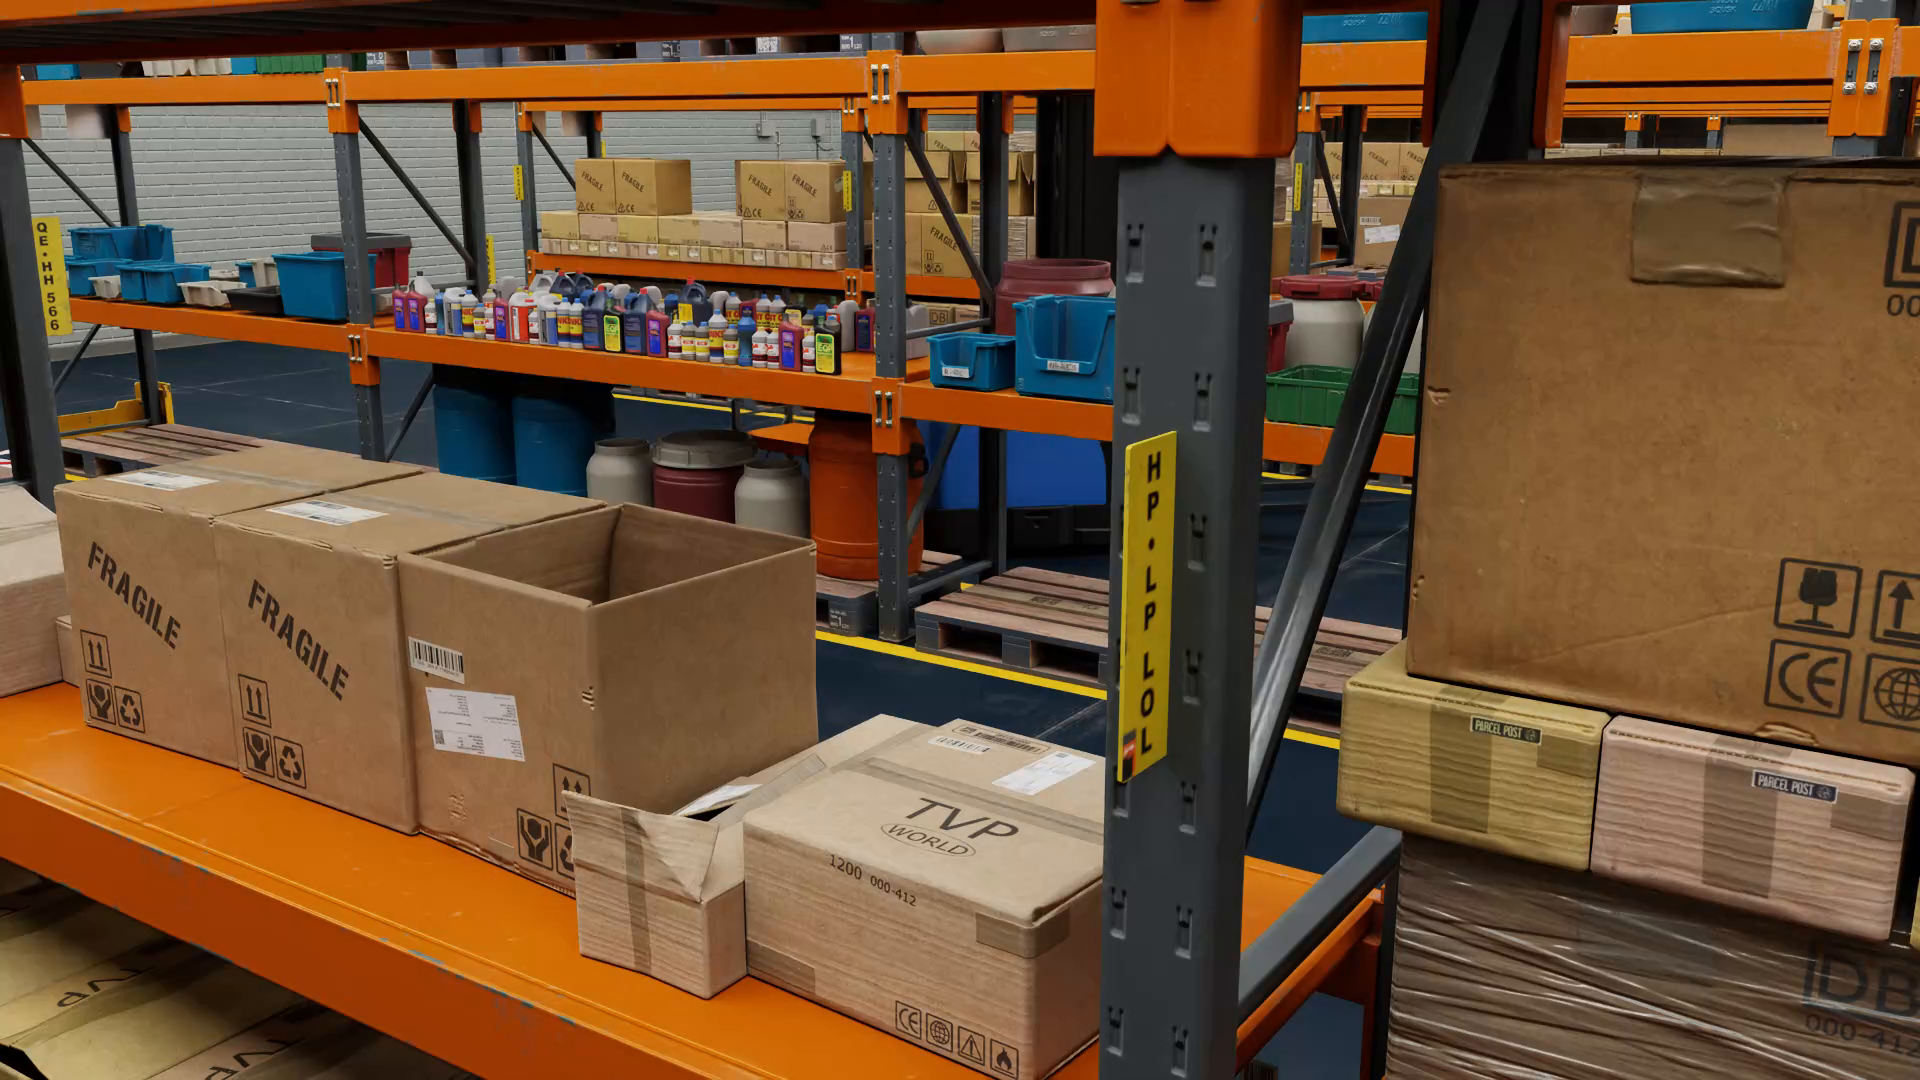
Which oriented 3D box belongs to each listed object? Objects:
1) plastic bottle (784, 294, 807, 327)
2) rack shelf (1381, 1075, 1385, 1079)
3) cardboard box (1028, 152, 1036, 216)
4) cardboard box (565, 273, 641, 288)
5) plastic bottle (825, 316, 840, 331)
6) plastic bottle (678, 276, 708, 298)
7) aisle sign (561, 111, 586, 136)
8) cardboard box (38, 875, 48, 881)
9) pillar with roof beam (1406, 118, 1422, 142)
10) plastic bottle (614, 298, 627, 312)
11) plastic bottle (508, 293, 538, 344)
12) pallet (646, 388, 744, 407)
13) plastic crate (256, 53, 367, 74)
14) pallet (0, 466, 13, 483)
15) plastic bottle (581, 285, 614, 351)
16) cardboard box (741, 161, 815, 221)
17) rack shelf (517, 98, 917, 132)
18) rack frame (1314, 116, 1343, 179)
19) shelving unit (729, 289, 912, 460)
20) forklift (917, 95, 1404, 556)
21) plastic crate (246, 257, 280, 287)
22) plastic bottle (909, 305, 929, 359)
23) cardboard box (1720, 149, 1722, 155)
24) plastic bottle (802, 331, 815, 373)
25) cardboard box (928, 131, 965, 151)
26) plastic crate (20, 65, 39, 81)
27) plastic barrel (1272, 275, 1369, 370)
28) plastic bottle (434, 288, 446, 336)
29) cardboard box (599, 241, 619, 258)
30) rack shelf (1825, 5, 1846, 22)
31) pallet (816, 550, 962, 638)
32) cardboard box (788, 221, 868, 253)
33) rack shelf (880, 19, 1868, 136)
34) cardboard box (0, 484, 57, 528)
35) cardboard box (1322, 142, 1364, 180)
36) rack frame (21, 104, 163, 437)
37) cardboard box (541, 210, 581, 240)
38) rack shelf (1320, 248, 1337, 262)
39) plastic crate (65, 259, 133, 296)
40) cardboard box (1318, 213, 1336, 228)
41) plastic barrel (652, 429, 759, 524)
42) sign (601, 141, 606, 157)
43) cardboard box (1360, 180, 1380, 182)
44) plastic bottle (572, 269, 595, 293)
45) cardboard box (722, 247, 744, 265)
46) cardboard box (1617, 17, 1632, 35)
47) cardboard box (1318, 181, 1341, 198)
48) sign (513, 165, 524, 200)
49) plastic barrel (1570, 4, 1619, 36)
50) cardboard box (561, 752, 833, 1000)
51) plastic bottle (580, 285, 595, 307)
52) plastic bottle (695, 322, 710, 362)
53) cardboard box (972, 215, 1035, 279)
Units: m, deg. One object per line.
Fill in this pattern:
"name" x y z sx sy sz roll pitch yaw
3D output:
"plastic bottle" -0.917 -1.232 9.299 0.133 0.283 0.061 9 17 33
"rack shelf" 2.134 1.095 1.154 4.000 0.370 1.077 9 17 33
"cardboard box" 0.990 -2.847 13.285 0.637 0.503 0.797 10 17 35
"cardboard box" -3.376 -2.209 16.552 0.875 0.875 0.875 9 17 33
"plastic bottle" -0.694 -1.107 8.964 0.097 0.201 0.097 0 14 0
"plastic bottle" -1.537 -1.353 9.647 0.185 0.351 0.144 9 17 33
"aisle sign" -3.844 -4.438 16.597 0.004 0.787 0.394 9 17 33
"cardboard box" -2.273 0.821 4.445 0.500 0.311 0.500 10 17 34
"pillar with roof beam" 5.188 -7.863 23.359 0.400 9.000 9.100 9 17 33
"plastic bottle" -1.830 -1.166 9.036 0.133 0.283 0.061 9 17 33
"plastic bottle" -2.457 -1.260 9.428 0.135 0.276 0.152 9 17 33
"pallet" -2.236 -1.497 15.932 1.213 0.211 1.003 9 17 33
"plastic crate" -3.917 -2.932 10.124 0.662 0.188 0.450 9 17 33
"pallet" -3.447 -0.042 4.652 1.003 0.211 1.213 9 17 33
"plastic bottle" -1.972 -1.217 9.098 0.185 0.351 0.144 9 17 33
"cardboard box" -1.576 -3.082 14.663 0.500 0.500 0.500 9 17 33
"rack shelf" -2.292 -3.945 15.272 4.000 0.370 1.077 9 17 33
"rack frame" 4.899 -4.546 22.444 0.127 3.000 1.000 9 17 33
"shelving unit" -0.856 -0.734 10.166 1.083 1.500 0.587 11 18 38
"forklift" 1.232 -1.475 10.183 3.031 2.935 1.130 -2 14 -9
"plastic crate" -4.561 -1.795 11.455 0.530 0.282 0.437 9 17 33
"plastic bottle" -0.256 -1.108 8.815 0.135 0.276 0.152 9 17 33
"cardboard box" 7.177 -3.276 15.026 0.500 0.500 0.700 9 17 32
"plastic bottle" -0.737 -0.938 8.282 0.097 0.201 0.097 0 14 0
"cardboard box" -0.034 -4.506 19.376 0.500 0.500 0.500 9 16 32
"plastic crate" -6.552 -3.404 11.862 0.590 0.269 0.497 9 17 33
"plastic barrel" 1.602 -0.904 7.449 0.433 0.535 0.433 0 14 0
"plastic bottle" -3.033 -1.343 9.773 0.097 0.271 0.097 0 14 0
"cardboard box" -3.198 -2.768 15.784 0.250 0.149 0.380 9 16 32
"rack shelf" 12.644 -7.100 22.607 4.000 0.370 1.077 9 17 33
"pallet" -0.755 0.210 9.034 1.213 0.211 1.003 9 17 33
"cardboard box" -1.145 -2.648 14.472 0.500 0.250 0.500 9 16 32
"rack shelf" 1.582 -1.884 6.948 4.000 0.370 1.077 9 17 33
"cardboard box" -2.568 0.042 4.096 0.500 0.311 0.500 10 17 36
"cardboard box" 5.103 -4.963 21.842 0.500 0.500 0.500 9 17 33
"rack frame" -6.716 -2.119 12.640 0.127 3.000 1.000 9 17 33
"cardboard box" -3.704 -3.060 16.134 0.500 0.250 0.500 9 16 31
"rack shelf" 3.879 -2.928 17.405 4.000 0.370 1.077 9 17 33
"plastic crate" -6.148 -1.880 11.897 0.300 0.233 0.416 9 17 33
"cardboard box" 3.812 -3.238 16.811 0.250 0.149 0.380 10 17 34
"plastic barrel" -1.430 -0.293 9.408 0.708 0.588 0.600 9 17 33
"sign" -3.637 -3.890 16.891 0.005 0.325 0.100 9 17 33
"cardboard box" 4.172 -3.656 17.261 0.250 0.149 0.380 10 17 35
"plastic bottle" -2.298 -1.476 10.144 0.185 0.351 0.144 9 17 33
"cardboard box" -1.922 -2.561 14.951 0.250 0.149 0.380 10 17 34
"cardboard box" 4.394 -3.275 10.680 0.250 0.166 0.380 9 16 31
"cardboard box" 3.805 -3.528 16.742 0.250 0.149 0.380 10 17 36
"sign" -4.266 -3.455 16.072 0.005 0.325 0.100 9 17 33
"plastic barrel" 2.156 -2.321 6.173 0.600 0.901 0.600 0 14 0
"cardboard box" -0.358 0.462 2.495 0.258 0.266 0.396 9 16 31
"plastic bottle" -2.222 -1.387 9.953 0.097 0.271 0.097 0 14 0
"plastic bottle" -1.332 -1.034 8.671 0.097 0.201 0.097 0 14 0
"cardboard box" 0.443 -2.372 13.456 0.500 0.500 0.500 9 16 32
